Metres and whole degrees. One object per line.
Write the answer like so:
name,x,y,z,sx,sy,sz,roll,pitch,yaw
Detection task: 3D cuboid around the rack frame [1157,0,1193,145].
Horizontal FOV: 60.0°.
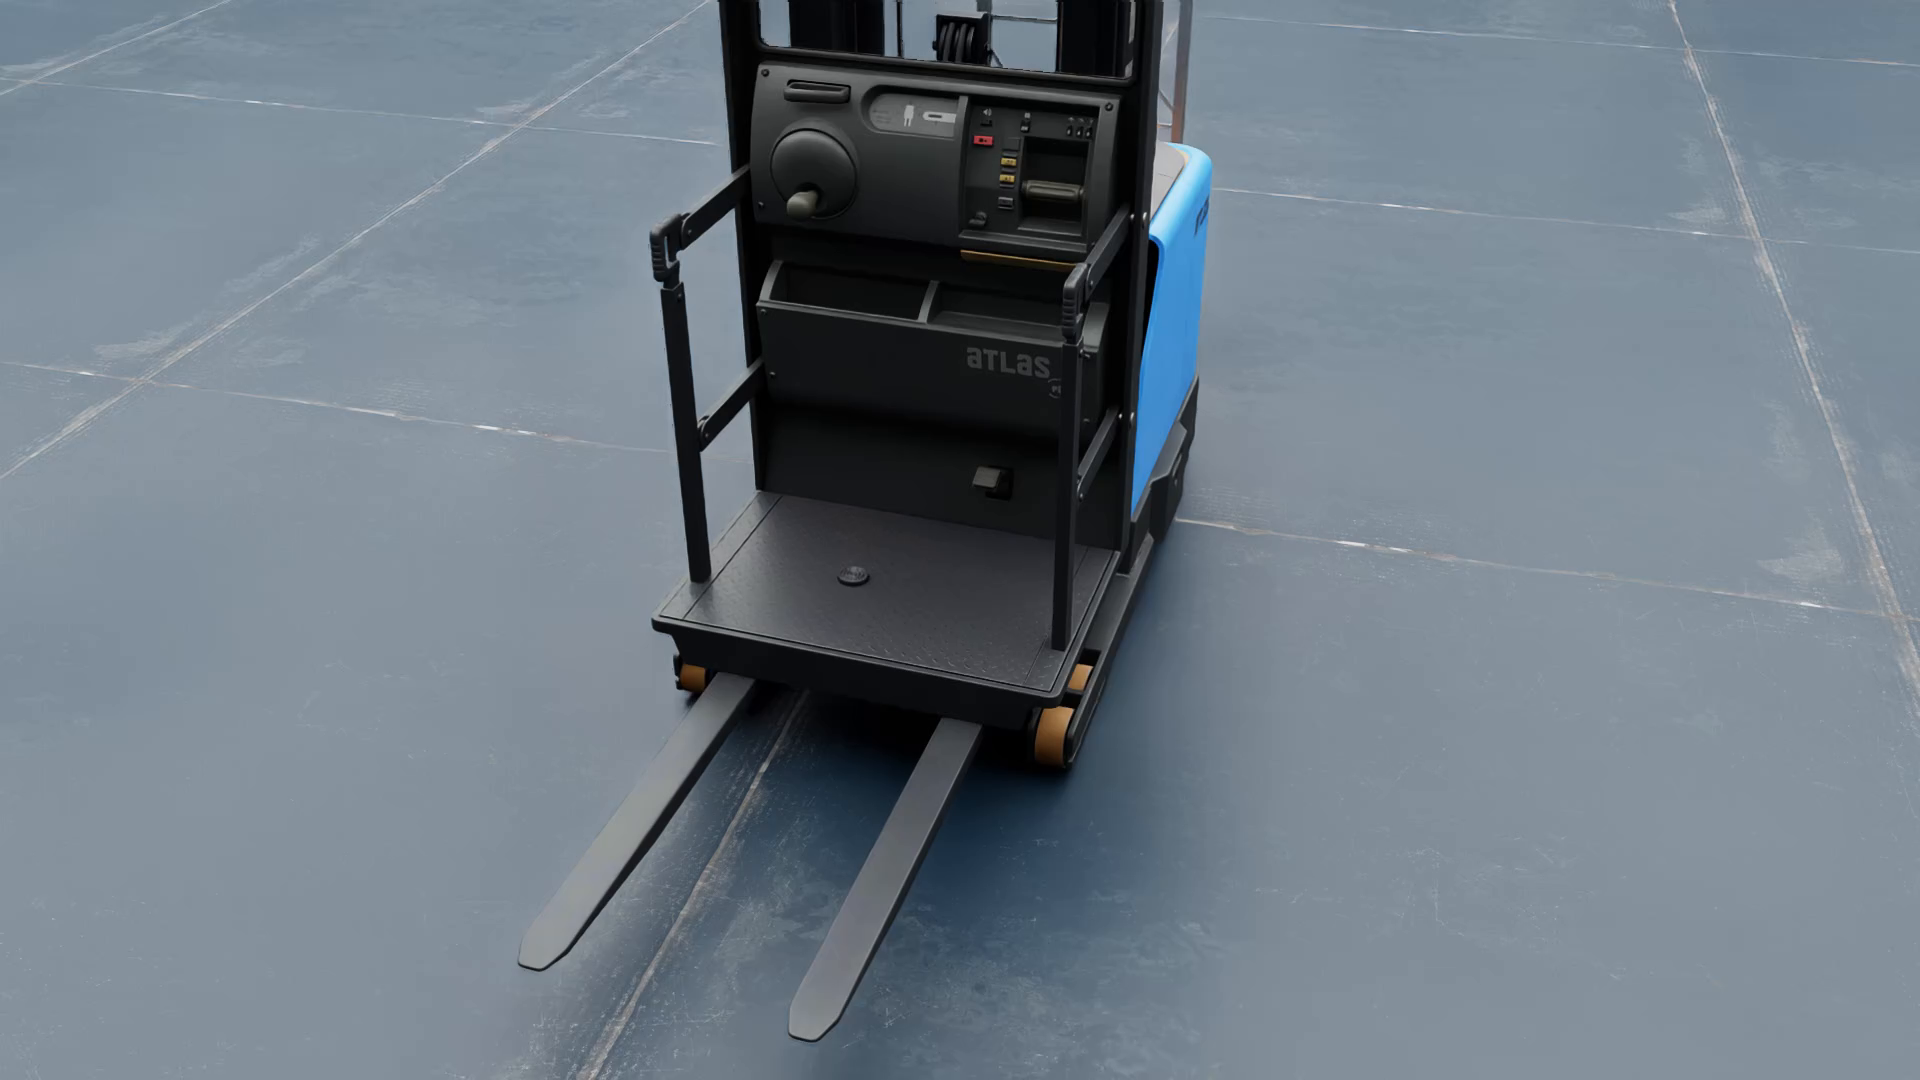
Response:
rack frame,0.608,-1.598,6.366,0.500,1.500,0.032,10,34,15

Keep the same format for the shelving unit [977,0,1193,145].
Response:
shelving unit,0.455,-1.343,5.965,0.587,1.500,1.083,10,34,15

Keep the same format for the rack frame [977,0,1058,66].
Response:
rack frame,0.297,-1.079,5.549,0.500,1.500,0.032,10,34,15

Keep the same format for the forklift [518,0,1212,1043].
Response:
forklift,-0.138,-0.887,3.913,1.130,2.935,3.031,10,34,15
